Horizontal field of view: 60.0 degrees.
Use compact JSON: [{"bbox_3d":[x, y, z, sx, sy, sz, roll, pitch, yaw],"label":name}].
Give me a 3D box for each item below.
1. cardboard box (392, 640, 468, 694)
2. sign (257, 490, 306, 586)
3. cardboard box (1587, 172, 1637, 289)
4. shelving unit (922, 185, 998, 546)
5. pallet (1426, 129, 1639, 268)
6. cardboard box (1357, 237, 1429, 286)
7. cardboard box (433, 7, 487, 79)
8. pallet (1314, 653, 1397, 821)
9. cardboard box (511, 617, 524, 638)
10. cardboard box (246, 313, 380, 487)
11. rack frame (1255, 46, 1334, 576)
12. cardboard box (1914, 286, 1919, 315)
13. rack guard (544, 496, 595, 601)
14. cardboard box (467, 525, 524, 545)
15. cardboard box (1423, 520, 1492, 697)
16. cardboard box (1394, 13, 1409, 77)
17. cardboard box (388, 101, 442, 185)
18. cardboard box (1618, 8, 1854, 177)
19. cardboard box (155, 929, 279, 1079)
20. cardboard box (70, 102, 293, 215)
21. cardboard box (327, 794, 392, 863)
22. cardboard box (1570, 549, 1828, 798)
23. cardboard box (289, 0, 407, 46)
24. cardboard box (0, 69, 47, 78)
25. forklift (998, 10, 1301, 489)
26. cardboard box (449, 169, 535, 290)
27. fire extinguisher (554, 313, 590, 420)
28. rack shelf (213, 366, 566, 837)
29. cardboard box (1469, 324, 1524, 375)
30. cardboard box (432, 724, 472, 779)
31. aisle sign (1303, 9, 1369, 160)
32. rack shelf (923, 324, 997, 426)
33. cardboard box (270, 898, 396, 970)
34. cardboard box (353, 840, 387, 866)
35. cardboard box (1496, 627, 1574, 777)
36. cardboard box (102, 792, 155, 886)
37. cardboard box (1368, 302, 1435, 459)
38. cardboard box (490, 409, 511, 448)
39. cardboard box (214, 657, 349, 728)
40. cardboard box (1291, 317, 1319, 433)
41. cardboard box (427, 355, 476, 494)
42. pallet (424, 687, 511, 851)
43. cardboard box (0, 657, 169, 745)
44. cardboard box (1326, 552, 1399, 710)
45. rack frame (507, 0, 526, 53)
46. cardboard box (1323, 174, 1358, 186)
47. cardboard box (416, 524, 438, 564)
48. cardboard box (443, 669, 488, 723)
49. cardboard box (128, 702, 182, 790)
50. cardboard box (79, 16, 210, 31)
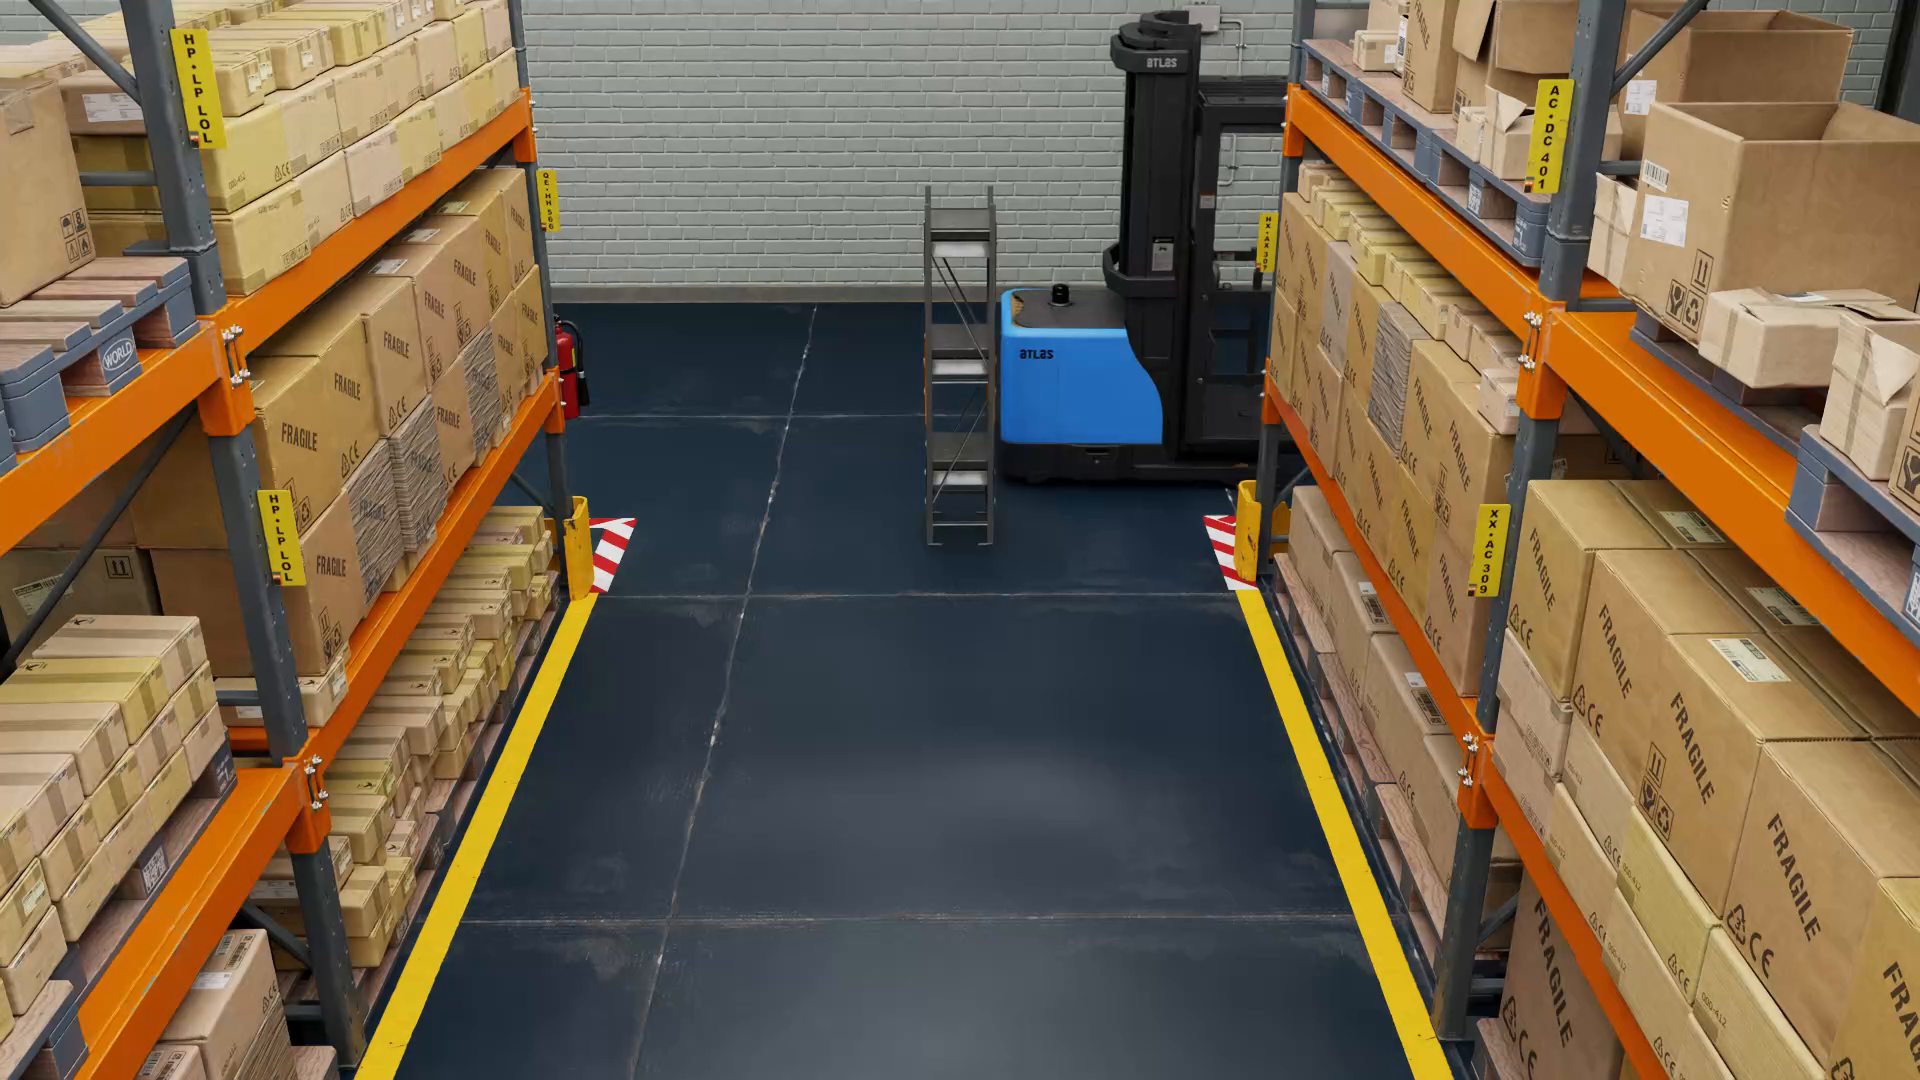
[{"bbox_3d":[-2.469,0.576,7.563,0.380,0.149,0.250,0,24,0],"label":"cardboard box"},{"bbox_3d":[-2.126,-0.005,5.215,0.100,0.325,0.005,0,24,-1],"label":"sign"},{"bbox_3d":[1.923,-0.826,4.450,0.396,0.266,0.258,0,24,-1],"label":"cardboard box"},{"bbox_3d":[-0.002,-1.025,9.968,0.431,2.100,0.503,0,24,-1],"label":"shelving unit"},{"bbox_3d":[2.269,-1.200,5.732,1.003,0.211,1.213,0,24,-1],"label":"pallet"},{"bbox_3d":[1.926,-1.195,7.131,0.380,0.149,0.250,-1,24,-2],"label":"cardboard box"},{"bbox_3d":[-2.459,-2.248,7.516,0.500,0.250,0.500,-1,24,-2],"label":"cardboard box"},{"bbox_3d":[2.321,0.916,7.969,1.003,0.211,1.213,0,24,-1],"label":"pallet"},{"bbox_3d":[-2.490,0.417,8.638,0.380,0.149,0.250,0,24,-1],"label":"cardboard box"},{"bbox_3d":[-2.463,-0.510,6.043,0.500,0.500,0.500,-1,24,-2],"label":"cardboard box"},{"bbox_3d":[2.224,-1.185,9.231,1.000,3.000,0.127,0,24,-1],"label":"rack frame"},{"bbox_3d":[2.487,-0.692,4.099,0.500,0.311,0.500,0,24,-1],"label":"cardboard box"},{"bbox_3d":[-2.724,0.049,9.535,1.175,0.500,0.348,0,24,-1],"label":"rack guard"},{"bbox_3d":[-2.520,0.036,8.758,0.380,0.149,0.250,0,24,0],"label":"cardboard box"},{"bbox_3d":[2.007,0.227,5.986,0.500,0.500,0.500,0,24,0],"label":"cardboard box"},{"bbox_3d":[2.190,-2.131,7.159,0.500,0.311,0.500,0,24,0],"label":"cardboard box"},{"bbox_3d":[-2.425,-1.600,6.689,0.500,0.250,0.500,1,24,2],"label":"cardboard box"},{"bbox_3d":[2.471,-1.430,5.378,0.500,0.500,0.500,0,24,0],"label":"cardboard box"},{"bbox_3d":[-2.420,1.439,5.043,0.500,0.250,0.500,-1,24,-2],"label":"cardboard box"},{"bbox_3d":[-2.447,-1.199,5.196,0.500,0.250,0.500,1,24,1],"label":"cardboard box"},{"bbox_3d":[-2.422,1.107,6.391,0.380,0.149,0.250,1,24,2],"label":"cardboard box"},{"bbox_3d":[2.018,0.354,4.493,0.500,0.500,0.500,0,24,-1],"label":"cardboard box"},{"bbox_3d":[-2.433,-2.059,6.615,0.380,0.149,0.250,-1,24,-2],"label":"cardboard box"},{"bbox_3d":[-2.958,-1.309,4.955,0.380,0.149,0.250,-1,24,-3],"label":"cardboard box"},{"bbox_3d":[1.781,-1.892,10.877,3.031,2.935,1.130,0,24,1],"label":"forklift"},{"bbox_3d":[-2.471,-1.571,8.387,0.500,0.500,0.500,-1,24,-2],"label":"cardboard box"},{"bbox_3d":[-2.266,-1.022,9.416,0.296,0.674,0.183,0,24,-1],"label":"fire extinguisher"},{"bbox_3d":[-2.703,0.031,7.415,1.077,0.370,4.000,0,24,-1],"label":"rack shelf"},{"bbox_3d":[2.058,-0.671,5.972,0.380,0.149,0.250,0,24,0],"label":"cardboard box"},{"bbox_3d":[-2.419,0.949,7.463,0.380,0.149,0.250,-1,24,-2],"label":"cardboard box"},{"bbox_3d":[1.933,-2.398,8.758,0.394,0.787,0.004,0,24,-1],"label":"aisle sign"},{"bbox_3d":[-0.002,-1.012,9.974,0.431,0.518,0.480,0,24,-1],"label":"rack shelf"},{"bbox_3d":[-2.364,1.483,6.281,0.380,0.149,0.250,-1,24,-3],"label":"cardboard box"},{"bbox_3d":[-2.458,1.244,6.448,0.380,0.149,0.250,0,24,0],"label":"cardboard box"},{"bbox_3d":[1.990,0.486,5.111,0.500,0.250,0.500,-1,24,-2],"label":"cardboard box"},{"bbox_3d":[-2.475,0.822,4.587,0.380,0.149,0.250,0,24,-1],"label":"cardboard box"},{"bbox_3d":[1.974,-0.650,6.713,0.500,0.500,0.500,0,24,0],"label":"cardboard box"},{"bbox_3d":[-2.430,-0.563,8.159,0.380,0.149,0.250,0,24,1],"label":"cardboard box"},{"bbox_3d":[-2.357,0.523,5.758,0.380,0.149,0.250,1,24,1],"label":"cardboard box"},{"bbox_3d":[1.975,-0.823,8.309,0.500,0.500,0.500,-1,24,-1],"label":"cardboard box"},{"bbox_3d":[-2.452,-0.492,7.215,0.500,0.500,0.500,1,24,2],"label":"cardboard box"},{"bbox_3d":[-2.740,1.017,7.746,1.003,0.211,1.213,0,24,-1],"label":"pallet"},{"bbox_3d":[-2.478,0.454,4.679,0.380,0.149,0.250,-1,24,-2],"label":"cardboard box"},{"bbox_3d":[2.349,0.439,8.238,0.875,0.438,0.875,0,24,1],"label":"cardboard box"},{"bbox_3d":[-2.725,-3.855,7.853,1.000,3.000,0.127,0,24,-1],"label":"rack frame"},{"bbox_3d":[2.025,-1.727,8.306,0.380,0.149,0.250,0,24,1],"label":"cardboard box"},{"bbox_3d":[-2.420,-0.019,6.957,0.380,0.149,0.250,1,24,2],"label":"cardboard box"},{"bbox_3d":[-2.393,0.713,7.622,0.380,0.149,0.250,0,24,0],"label":"cardboard box"},{"bbox_3d":[-2.475,0.586,4.748,0.380,0.149,0.250,0,24,0],"label":"cardboard box"},{"bbox_3d":[-2.998,-1.841,6.133,0.380,0.149,0.250,0,24,-1],"label":"cardboard box"}]
